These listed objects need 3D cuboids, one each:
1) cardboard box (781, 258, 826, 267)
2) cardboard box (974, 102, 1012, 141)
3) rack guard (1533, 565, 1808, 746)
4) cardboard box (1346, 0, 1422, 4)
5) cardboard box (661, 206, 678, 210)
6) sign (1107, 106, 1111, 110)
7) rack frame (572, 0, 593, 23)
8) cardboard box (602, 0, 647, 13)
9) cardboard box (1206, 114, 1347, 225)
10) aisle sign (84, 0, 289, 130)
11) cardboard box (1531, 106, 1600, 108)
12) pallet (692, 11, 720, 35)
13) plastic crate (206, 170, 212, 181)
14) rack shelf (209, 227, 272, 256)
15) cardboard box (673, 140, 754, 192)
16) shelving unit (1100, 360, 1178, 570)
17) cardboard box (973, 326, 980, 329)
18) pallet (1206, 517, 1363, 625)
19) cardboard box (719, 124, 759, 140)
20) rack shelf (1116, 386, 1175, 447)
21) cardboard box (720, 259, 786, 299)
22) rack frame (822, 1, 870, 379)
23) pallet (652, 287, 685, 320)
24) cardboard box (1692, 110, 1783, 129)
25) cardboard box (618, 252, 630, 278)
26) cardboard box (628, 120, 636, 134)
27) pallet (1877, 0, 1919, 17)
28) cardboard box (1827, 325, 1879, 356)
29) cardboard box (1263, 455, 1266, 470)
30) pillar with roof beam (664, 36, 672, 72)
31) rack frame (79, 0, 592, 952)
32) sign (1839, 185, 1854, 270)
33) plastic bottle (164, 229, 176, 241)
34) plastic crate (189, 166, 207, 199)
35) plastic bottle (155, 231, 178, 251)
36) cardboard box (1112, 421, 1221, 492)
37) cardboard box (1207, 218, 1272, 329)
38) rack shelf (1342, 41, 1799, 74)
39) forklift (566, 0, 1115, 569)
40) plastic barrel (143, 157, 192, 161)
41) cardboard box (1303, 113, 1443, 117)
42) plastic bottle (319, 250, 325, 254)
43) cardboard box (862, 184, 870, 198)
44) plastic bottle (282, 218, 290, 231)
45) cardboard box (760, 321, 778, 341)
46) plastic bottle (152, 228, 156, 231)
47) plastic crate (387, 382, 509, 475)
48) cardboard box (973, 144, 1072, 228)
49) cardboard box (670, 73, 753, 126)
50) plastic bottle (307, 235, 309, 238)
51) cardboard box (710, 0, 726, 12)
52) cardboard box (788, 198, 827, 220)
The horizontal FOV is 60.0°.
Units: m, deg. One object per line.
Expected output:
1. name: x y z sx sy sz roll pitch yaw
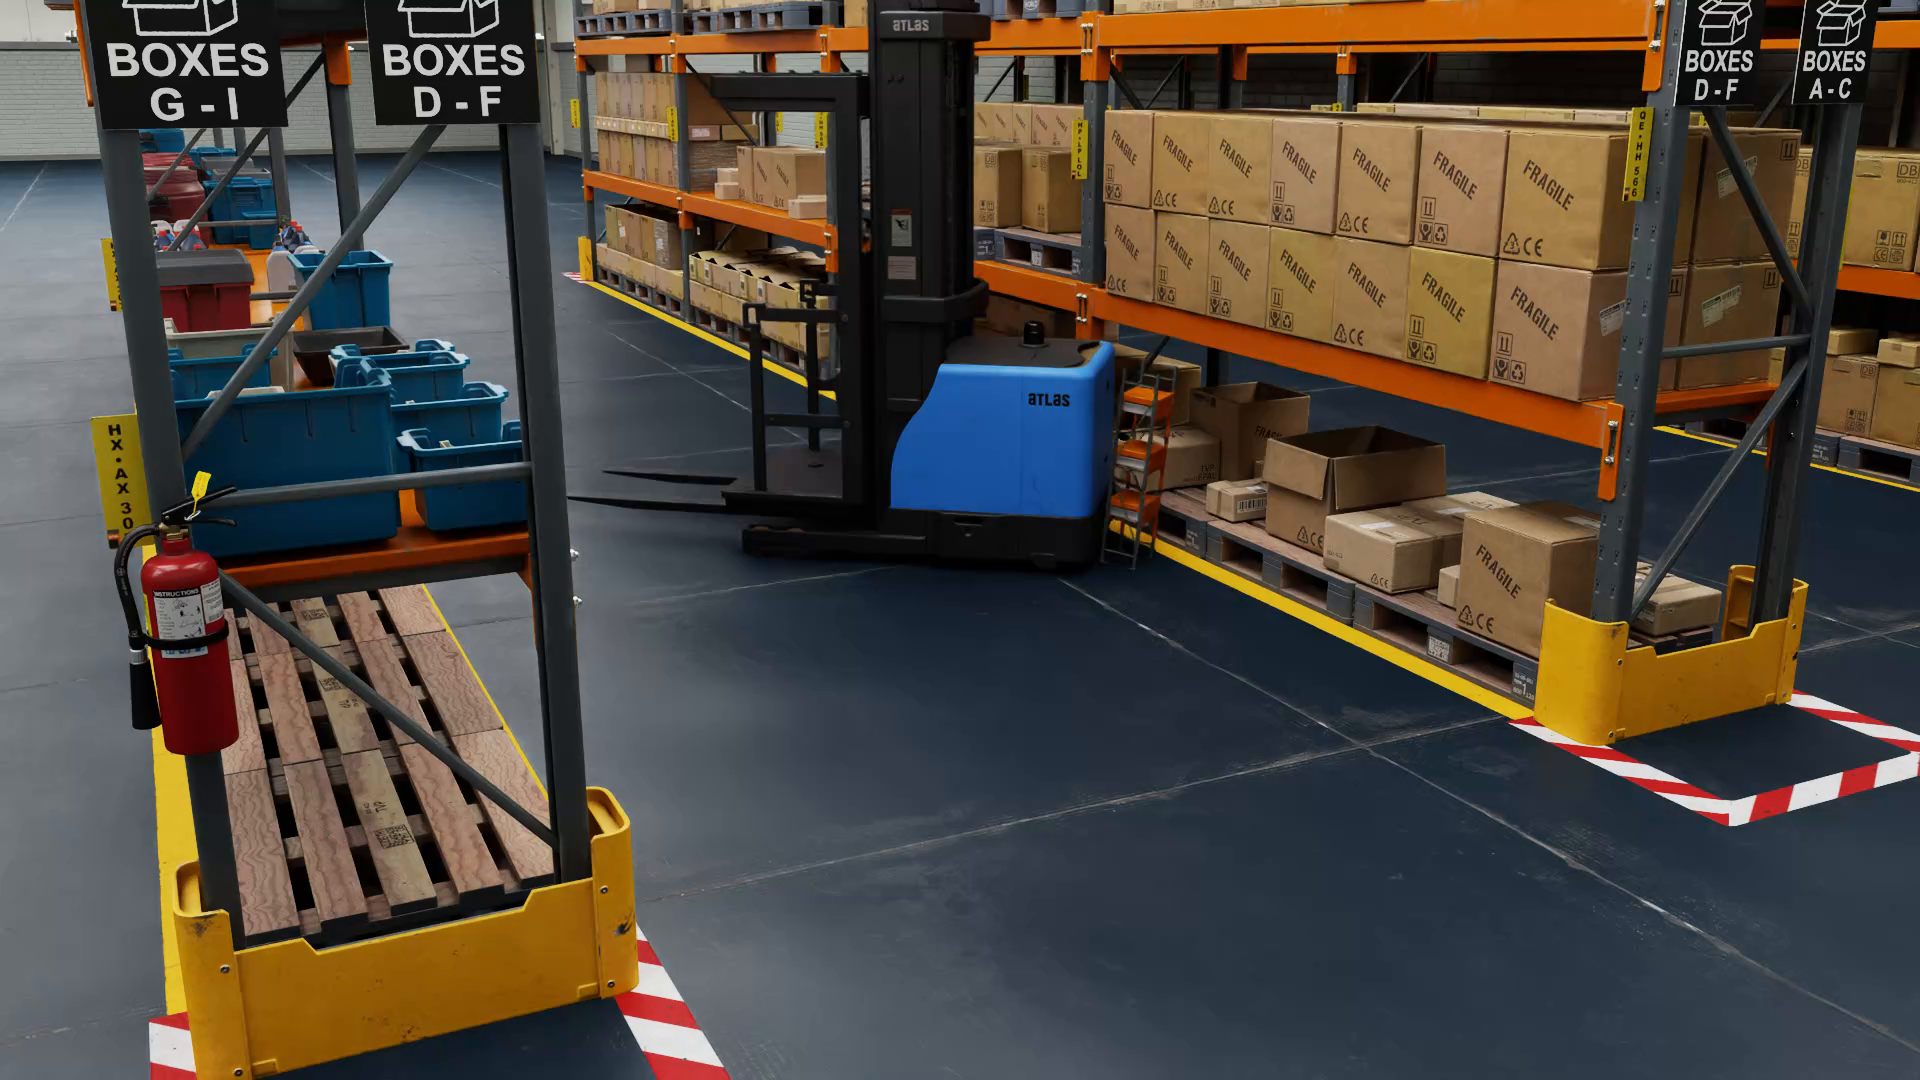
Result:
1. cardboard box: -1.444 -2.536 15.857 0.500 0.311 0.500 -8 18 -25
2. cardboard box: 0.516 -5.315 21.211 0.500 0.500 0.500 -8 18 -25
3. rack guard: 2.894 0.454 6.763 1.175 0.500 0.348 -8 18 -25
4. cardboard box: 2.025 -2.442 7.156 0.500 0.250 0.500 -8 18 -25
5. cardboard box: -3.128 -3.594 19.200 0.500 0.500 0.500 -8 18 -25
6. sign: 1.637 -4.653 18.456 0.100 0.325 0.005 -8 18 -25
7. rack frame: -4.082 -7.580 19.350 1.000 3.000 0.127 -8 18 -25
8. cardboard box: -3.600 -6.011 18.123 0.500 0.500 0.500 -8 18 -25
9. cardboard box: 1.580 -1.843 8.242 0.500 0.500 0.500 -8 18 -27
10. aisle sign: -1.759 -1.328 3.726 0.394 0.787 0.004 -8 18 -25
11. cardboard box: 4.975 -3.410 13.578 0.500 0.250 0.500 -8 18 -26
12. pallet: -1.932 -4.837 15.578 0.805 0.209 1.217 -8 18 -27
13. plastic crate: -6.021 -2.863 13.819 0.392 0.384 0.575 -8 18 -25
14. rack shelf: -5.908 -2.265 13.010 1.077 0.370 4.000 -8 18 -25
15. cardboard box: -2.530 -3.862 17.089 0.700 0.500 0.500 -8 18 -26
16. shelving unit: 0.931 -0.390 8.674 0.215 1.050 0.252 14 21 25
17. cardboard box: -0.185 -1.321 12.150 0.500 0.500 0.500 -8 18 -26
18. pallet: 2.014 0.093 8.545 1.003 0.211 1.213 -8 18 -25
19. cardboard box: -2.273 -4.154 16.932 0.380 0.149 0.250 -8 18 -25
20. rack shelf: 0.955 -0.648 8.586 0.215 0.259 0.240 14 21 25
21. cardboard box: -1.930 -2.469 15.622 0.500 0.311 0.500 -8 18 -27
22. rack frame: -0.577 -2.713 13.265 1.000 3.000 0.127 -8 18 -25
23. pallet: -2.640 -2.566 17.811 1.003 0.211 1.213 -8 18 -25
24. cardboard box: 5.659 -3.027 12.245 0.500 0.250 0.500 -7 17 -23
25. cardboard box: -3.606 -3.169 19.080 0.500 0.250 0.500 -8 18 -25
26. cardboard box: -3.431 -4.552 18.316 0.380 0.149 0.250 -7 18 -24
27. pallet: 5.976 -3.515 10.786 1.003 0.211 1.213 -8 18 -25
28. cardboard box: 5.848 -1.328 11.034 0.380 0.149 0.250 -7 17 -23
29. cardboard box: 2.008 -0.347 9.099 0.500 0.311 0.500 -8 18 -25
30. pillar with roof beam: -10.302 -12.053 34.939 9.100 9.000 0.400 -8 18 -25
31. rack frame: -1.527 -0.131 4.270 1.000 3.000 0.127 -8 18 -25
32. sign: 3.415 -1.211 6.462 0.100 0.325 0.005 -8 18 -25
33. plastic bottle: -4.849 -1.767 10.205 0.097 0.271 0.097 0 16 0
34. plastic crate: -6.899 -3.222 15.154 0.767 0.338 0.504 -8 18 -25
35. plastic bottle: -4.459 -1.561 9.342 0.144 0.351 0.185 -8 18 -25
36. cardboard box: 1.165 -0.510 9.666 0.500 0.311 0.500 -8 18 -25
37. cardboard box: 1.598 -1.359 8.366 0.500 0.500 0.500 -8 18 -25
38. rack shelf: 4.750 -3.912 13.312 1.077 0.370 4.000 -8 18 -25
39. forklift: -0.700 -1.444 8.968 3.031 2.935 1.130 3 16 11
40. plastic barrel: -6.241 -2.727 13.067 0.433 0.535 0.433 0 16 0
41. cardboard box: 2.077 -1.904 8.453 0.500 0.500 0.500 -7 18 -24
42. plastic bottle: -3.445 -1.430 9.007 0.061 0.283 0.133 -8 18 -25
43. cardboard box: -0.697 -2.765 13.610 0.500 0.311 0.500 -6 17 -21
44. plastic bottle: -4.370 -1.953 10.830 0.061 0.283 0.133 -8 18 -25
45. cardboard box: -1.474 -1.946 14.818 0.500 0.250 0.500 -7 18 -24
46. plastic bottle: -4.912 -1.759 10.154 0.061 0.283 0.133 -8 18 -25
47. plastic crate: -1.627 -0.344 5.206 0.416 0.233 0.300 -8 18 -25
48. cardboard box: 0.346 -2.401 11.238 0.700 0.500 0.500 -13 21 -39
49. cardboard box: -2.530 -4.485 16.910 0.700 0.500 0.500 -8 18 -25
50. plastic bottle: -3.831 -1.648 9.767 0.061 0.283 0.133 -8 18 -25
51. cardboard box: -2.068 -5.122 15.734 0.500 0.250 0.500 -6 17 -19
52. cardboard box: -1.220 -2.782 13.961 0.380 0.149 0.250 -8 18 -25
